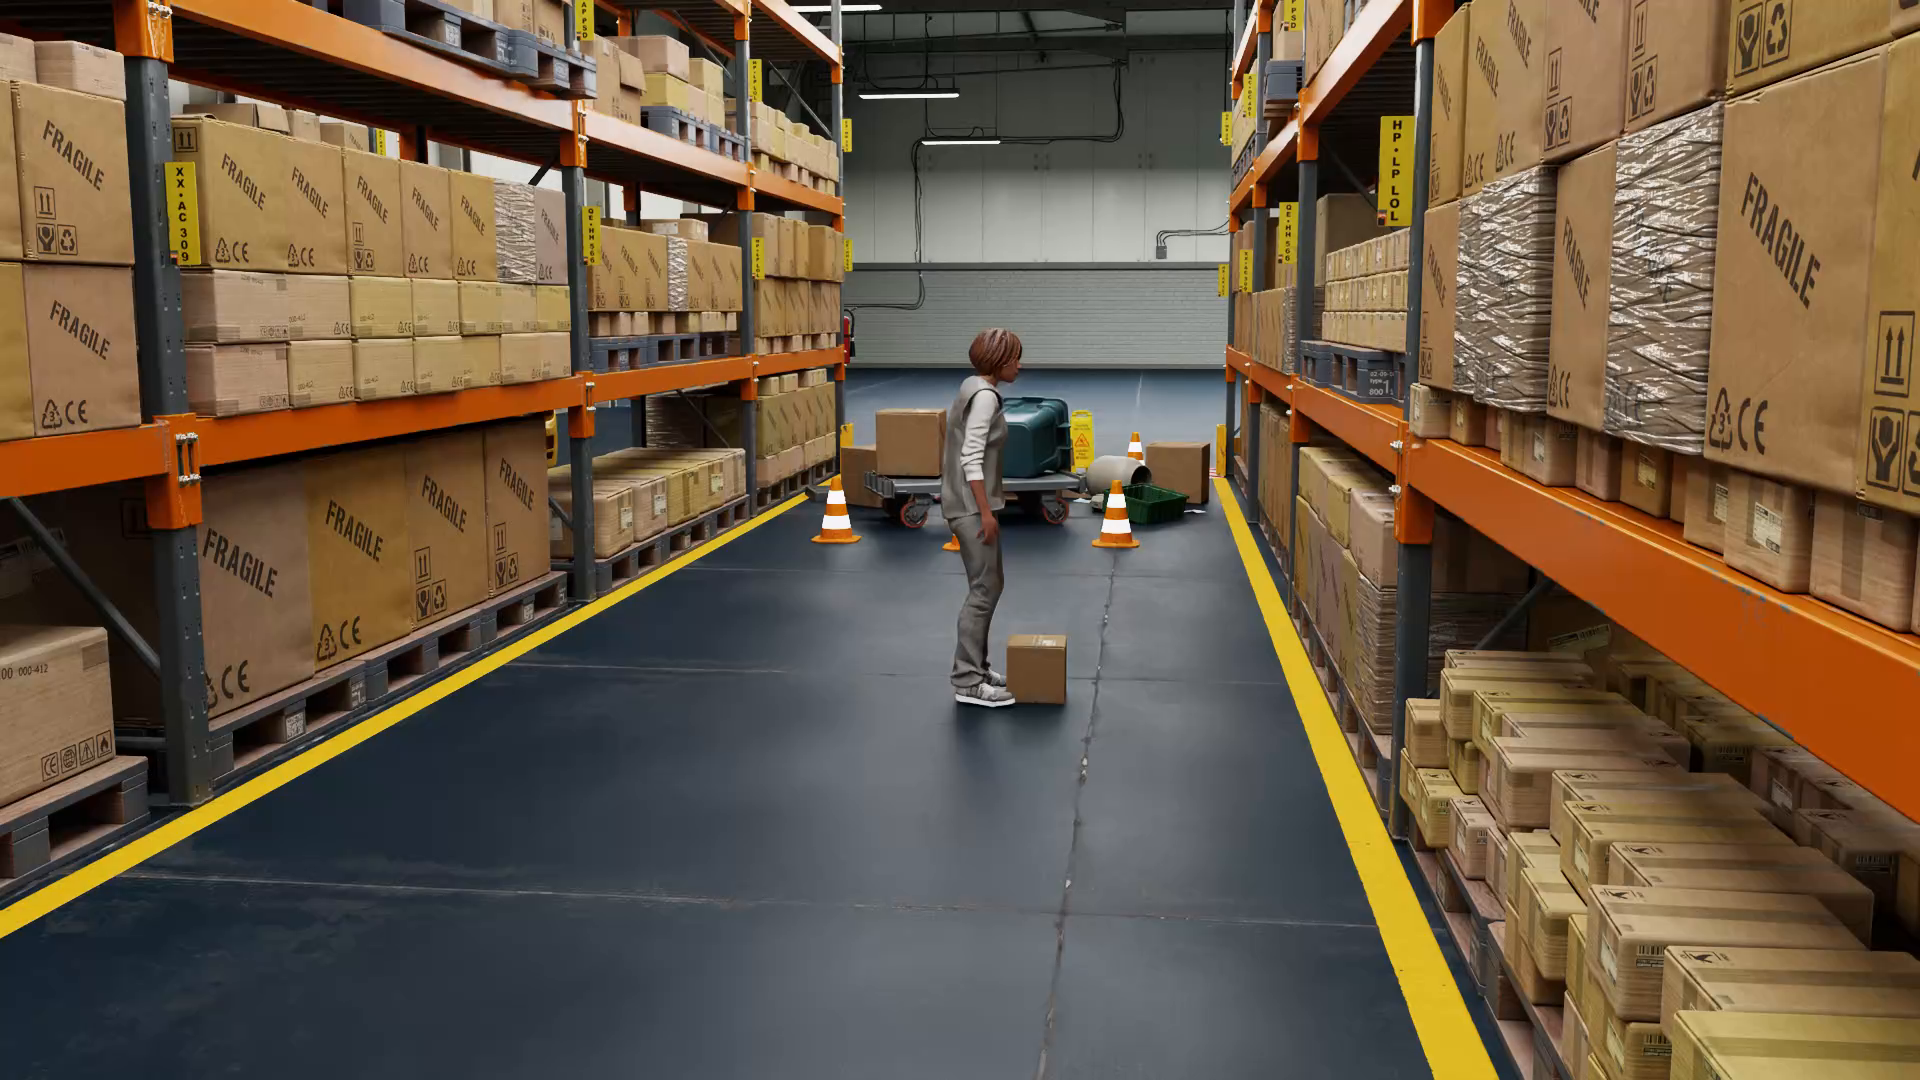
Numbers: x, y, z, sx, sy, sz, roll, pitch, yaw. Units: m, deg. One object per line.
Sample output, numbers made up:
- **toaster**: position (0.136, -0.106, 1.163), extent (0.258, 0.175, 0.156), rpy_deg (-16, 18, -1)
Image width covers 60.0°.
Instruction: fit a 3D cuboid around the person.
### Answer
- **person**: position (0.089, -0.109, 7.145), extent (0.347, 1.592, 0.484), rpy_deg (0, 8, 3)
